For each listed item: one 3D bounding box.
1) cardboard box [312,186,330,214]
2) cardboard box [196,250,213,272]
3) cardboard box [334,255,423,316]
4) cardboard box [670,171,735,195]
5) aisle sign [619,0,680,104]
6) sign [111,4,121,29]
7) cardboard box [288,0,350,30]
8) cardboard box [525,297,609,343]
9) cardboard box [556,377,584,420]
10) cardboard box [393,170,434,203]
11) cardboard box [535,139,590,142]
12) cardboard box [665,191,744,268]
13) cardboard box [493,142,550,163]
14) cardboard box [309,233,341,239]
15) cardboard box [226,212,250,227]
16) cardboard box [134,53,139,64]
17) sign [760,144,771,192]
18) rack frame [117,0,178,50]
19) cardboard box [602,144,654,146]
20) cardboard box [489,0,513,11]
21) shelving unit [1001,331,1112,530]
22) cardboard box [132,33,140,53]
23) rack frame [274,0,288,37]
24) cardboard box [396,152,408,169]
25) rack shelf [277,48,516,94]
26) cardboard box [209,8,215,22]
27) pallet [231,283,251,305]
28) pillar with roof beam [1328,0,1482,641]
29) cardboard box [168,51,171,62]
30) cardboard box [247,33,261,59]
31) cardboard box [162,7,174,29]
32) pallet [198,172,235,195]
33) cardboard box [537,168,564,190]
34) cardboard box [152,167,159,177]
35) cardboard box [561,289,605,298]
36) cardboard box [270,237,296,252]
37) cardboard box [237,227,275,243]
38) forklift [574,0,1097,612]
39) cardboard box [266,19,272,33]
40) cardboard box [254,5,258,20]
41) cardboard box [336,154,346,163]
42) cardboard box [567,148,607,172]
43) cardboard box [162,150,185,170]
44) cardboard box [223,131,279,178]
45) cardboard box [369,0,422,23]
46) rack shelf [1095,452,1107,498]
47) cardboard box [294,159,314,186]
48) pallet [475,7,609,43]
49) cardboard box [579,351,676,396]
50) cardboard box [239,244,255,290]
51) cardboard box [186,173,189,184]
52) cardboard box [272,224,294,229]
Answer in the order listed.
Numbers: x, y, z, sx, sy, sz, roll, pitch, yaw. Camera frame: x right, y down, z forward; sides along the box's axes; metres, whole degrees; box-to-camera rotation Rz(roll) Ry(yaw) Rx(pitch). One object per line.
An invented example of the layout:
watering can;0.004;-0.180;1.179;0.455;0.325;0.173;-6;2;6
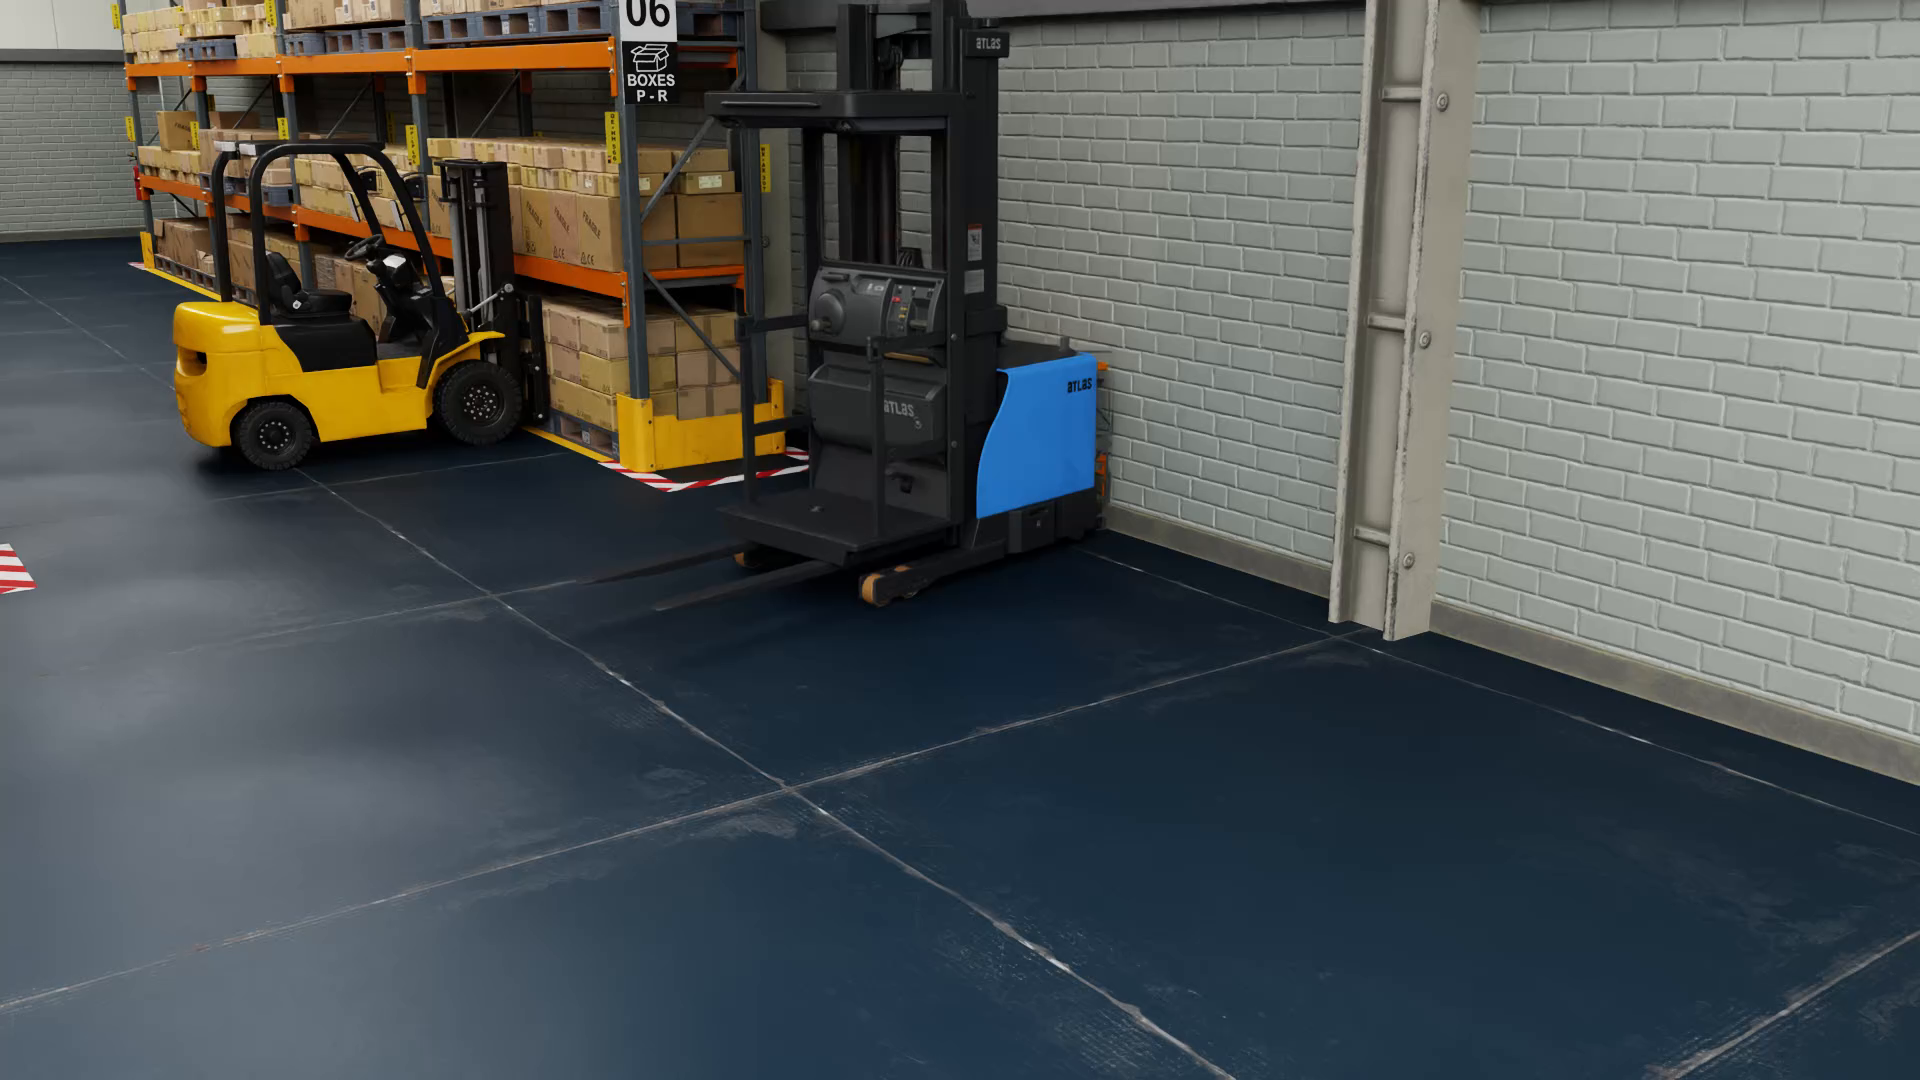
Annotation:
cardboard box;-6.157;-3.423;16.685;0.500;0.250;0.500;-11;19;-36
cardboard box;-9.639;-3.624;21.518;0.396;0.266;0.258;-10;18;-33
cardboard box;-5.766;-2.520;16.804;0.875;0.625;0.625;-10;18;-33
cardboard box;-1.798;-2.502;11.617;0.380;0.149;0.250;-11;19;-36
aisle sign;-2.007;-3.222;10.743;0.394;0.787;0.004;-11;19;-35
sign;-11.655;-7.229;22.968;0.100;0.325;0.005;-11;19;-35
cardboard box;-6.283;-5.290;16.364;0.500;0.500;0.500;-11;19;-34
cardboard box;-2.941;-1.651;12.445;0.500;0.250;0.500;-11;19;-34
cardboard box;-2.625;-1.063;12.192;0.500;0.250;0.500;-11;19;-35
cardboard box;-4.656;-3.116;14.617;0.500;0.250;0.500;-11;19;-36
cardboard box;-3.250;-3.207;13.631;0.380;0.149;0.250;-11;19;-36
cardboard box;-1.875;-2.225;11.835;0.500;0.500;0.500;-10;18;-33
cardboard box;-3.391;-3.010;12.909;0.380;0.149;0.250;-11;19;-35
cardboard box;-7.370;-3.474;19.296;0.380;0.149;0.250;-11;19;-34
cardboard box;-8.819;-3.935;20.419;0.380;0.149;0.250;-11;19;-35
cardboard box;-11.217;-6.666;23.043;0.380;0.149;0.250;-10;18;-33
sign;-1.356;-2.569;11.489;0.100;0.325;0.005;-11;19;-35
rack frame;-11.216;-8.338;22.995;1.000;3.000;0.127;-11;19;-35
cardboard box;-2.435;-2.860;12.363;0.380;0.149;0.250;-10;18;-33
cardboard box;-3.100;-4.197;12.367;0.797;0.503;0.637;-10;18;-33
shelving unit;0.391;-0.695;9.950;0.538;1.125;1.048;-6;15;-41
cardboard box;-10.861;-6.720;22.485;0.500;0.250;0.500;-10;18;-33
rack frame;-6.512;-6.630;16.753;1.000;3.000;0.127;-11;19;-35
cardboard box;-4.808;-3.394;14.878;0.380;0.149;0.250;-11;19;-35
rack shelf;-5.336;-4.409;15.684;1.077;0.370;4.000;-11;19;-35
cardboard box;-8.230;-5.914;18.747;0.380;0.149;0.250;-11;19;-34
pallet;-8.355;-3.078;20.421;1.003;0.211;1.213;-11;19;-35
pillar with roof beam;-1.443;-3.261;4.444;9.100;9.000;0.400;-11;19;-35
cardboard box;-9.881;-6.173;21.243;0.380;0.149;0.250;-10;18;-33
cardboard box;-7.306;-5.290;17.824;0.500;0.250;0.500;-11;19;-34
cardboard box;-9.661;-6.527;20.833;0.500;0.250;0.500;-11;19;-35
pallet;-8.482;-4.310;20.006;1.003;0.211;1.213;-11;19;-35
cardboard box;-2.848;-2.639;12.118;0.380;0.149;0.250;-12;19;-36
cardboard box;-11.058;-5.164;23.236;0.380;0.149;0.250;-10;18;-33
cardboard box;-2.816;-1.844;13.149;0.500;0.250;0.500;-11;19;-36
cardboard box;-7.578;-3.345;18.828;0.380;0.149;0.250;-11;19;-35
cardboard box;-8.483;-3.682;20.058;0.380;0.149;0.250;-12;19;-37
forklift;-0.584;-1.231;8.521;1.130;2.935;3.031;14;21;41
cardboard box;-7.052;-5.400;17.470;0.380;0.149;0.250;-11;19;-36
cardboard box;-7.335;-5.656;17.844;0.380;0.149;0.250;-11;19;-35
cardboard box;-5.796;-3.710;16.030;0.380;0.149;0.250;-10;18;-33
cardboard box;-2.535;-2.676;11.689;0.380;0.149;0.250;-10;18;-33
cardboard box;-10.252;-5.056;22.087;0.500;0.250;0.500;-11;19;-36
cardboard box;-7.995;-4.425;19.077;0.700;0.500;0.500;-11;19;-35
cardboard box;-4.783;-4.653;14.398;0.500;0.311;0.500;-12;19;-36
rack shelf;0.375;-0.455;9.996;0.538;0.278;1.000;-6;15;-41
cardboard box;-6.469;-3.769;17.000;0.500;0.250;0.500;-11;19;-35
pallet;-2.925;-3.848;12.438;1.003;0.211;1.213;-11;19;-35
cardboard box;-2.347;-1.201;11.748;0.500;0.250;0.500;-11;19;-35
cardboard box;-8.151;-3.230;19.634;0.500;0.500;0.500;-12;19;-36
cardboard box;-9.731;-4.662;21.405;0.380;0.149;0.250;-10;18;-33
cardboard box;-8.255;-3.811;20.529;0.380;0.149;0.250;-11;19;-35
